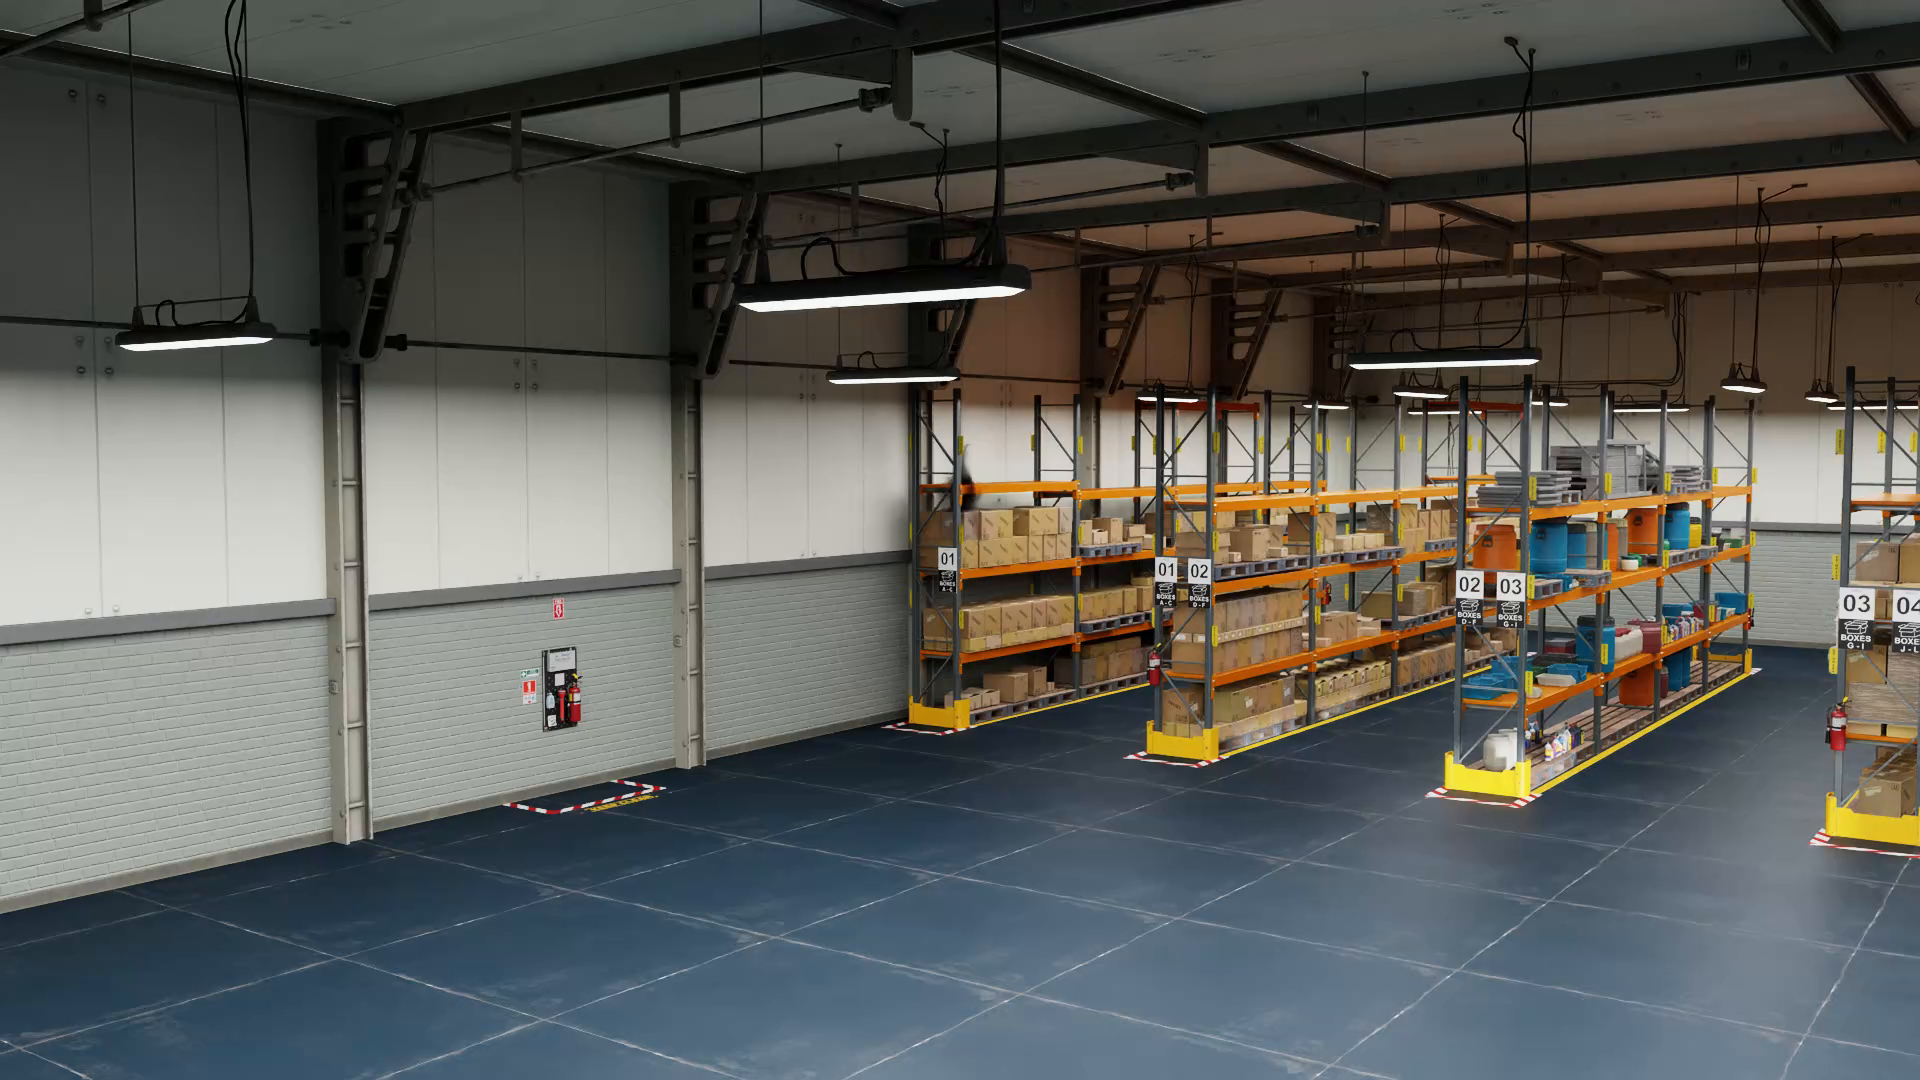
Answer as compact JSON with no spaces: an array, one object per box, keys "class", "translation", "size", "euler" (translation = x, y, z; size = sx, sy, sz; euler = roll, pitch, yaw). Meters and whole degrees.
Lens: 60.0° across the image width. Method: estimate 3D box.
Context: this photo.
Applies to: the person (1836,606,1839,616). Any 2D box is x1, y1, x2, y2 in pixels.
[{"class":"person","translation":[20.235,1.958,37.646],"size":[0.707,1.738,0.966],"euler":[-1,3,-10]}]
